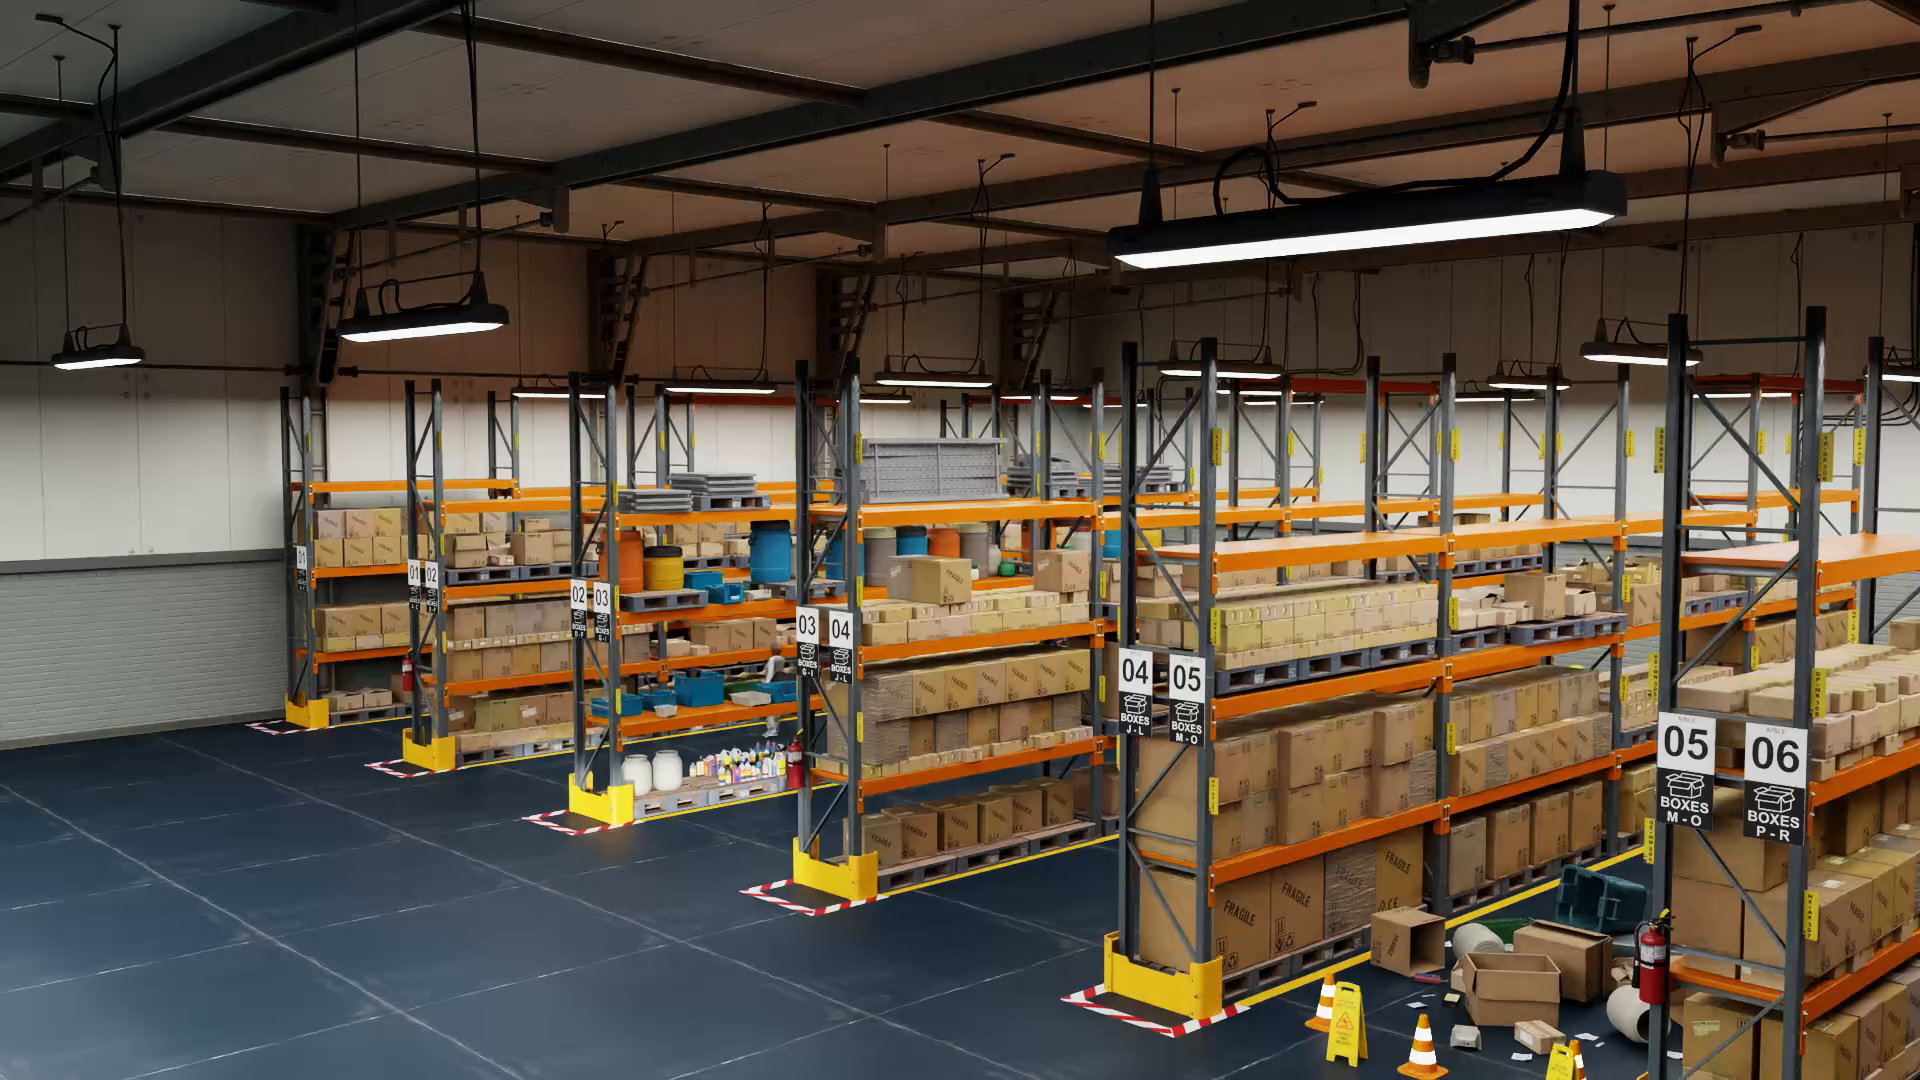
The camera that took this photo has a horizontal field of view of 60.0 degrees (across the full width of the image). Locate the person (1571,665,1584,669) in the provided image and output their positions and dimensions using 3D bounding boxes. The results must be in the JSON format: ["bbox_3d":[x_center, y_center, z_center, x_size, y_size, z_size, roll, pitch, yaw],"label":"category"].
[{"bbox_3d":[8.999,2.716,24.548,0.591,1.769,0.542,-2,4,-28],"label":"person"}]

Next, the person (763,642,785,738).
[{"bbox_3d":[-3.188,2.552,28.368,0.341,1.613,0.463,2,4,33],"label":"person"}]
